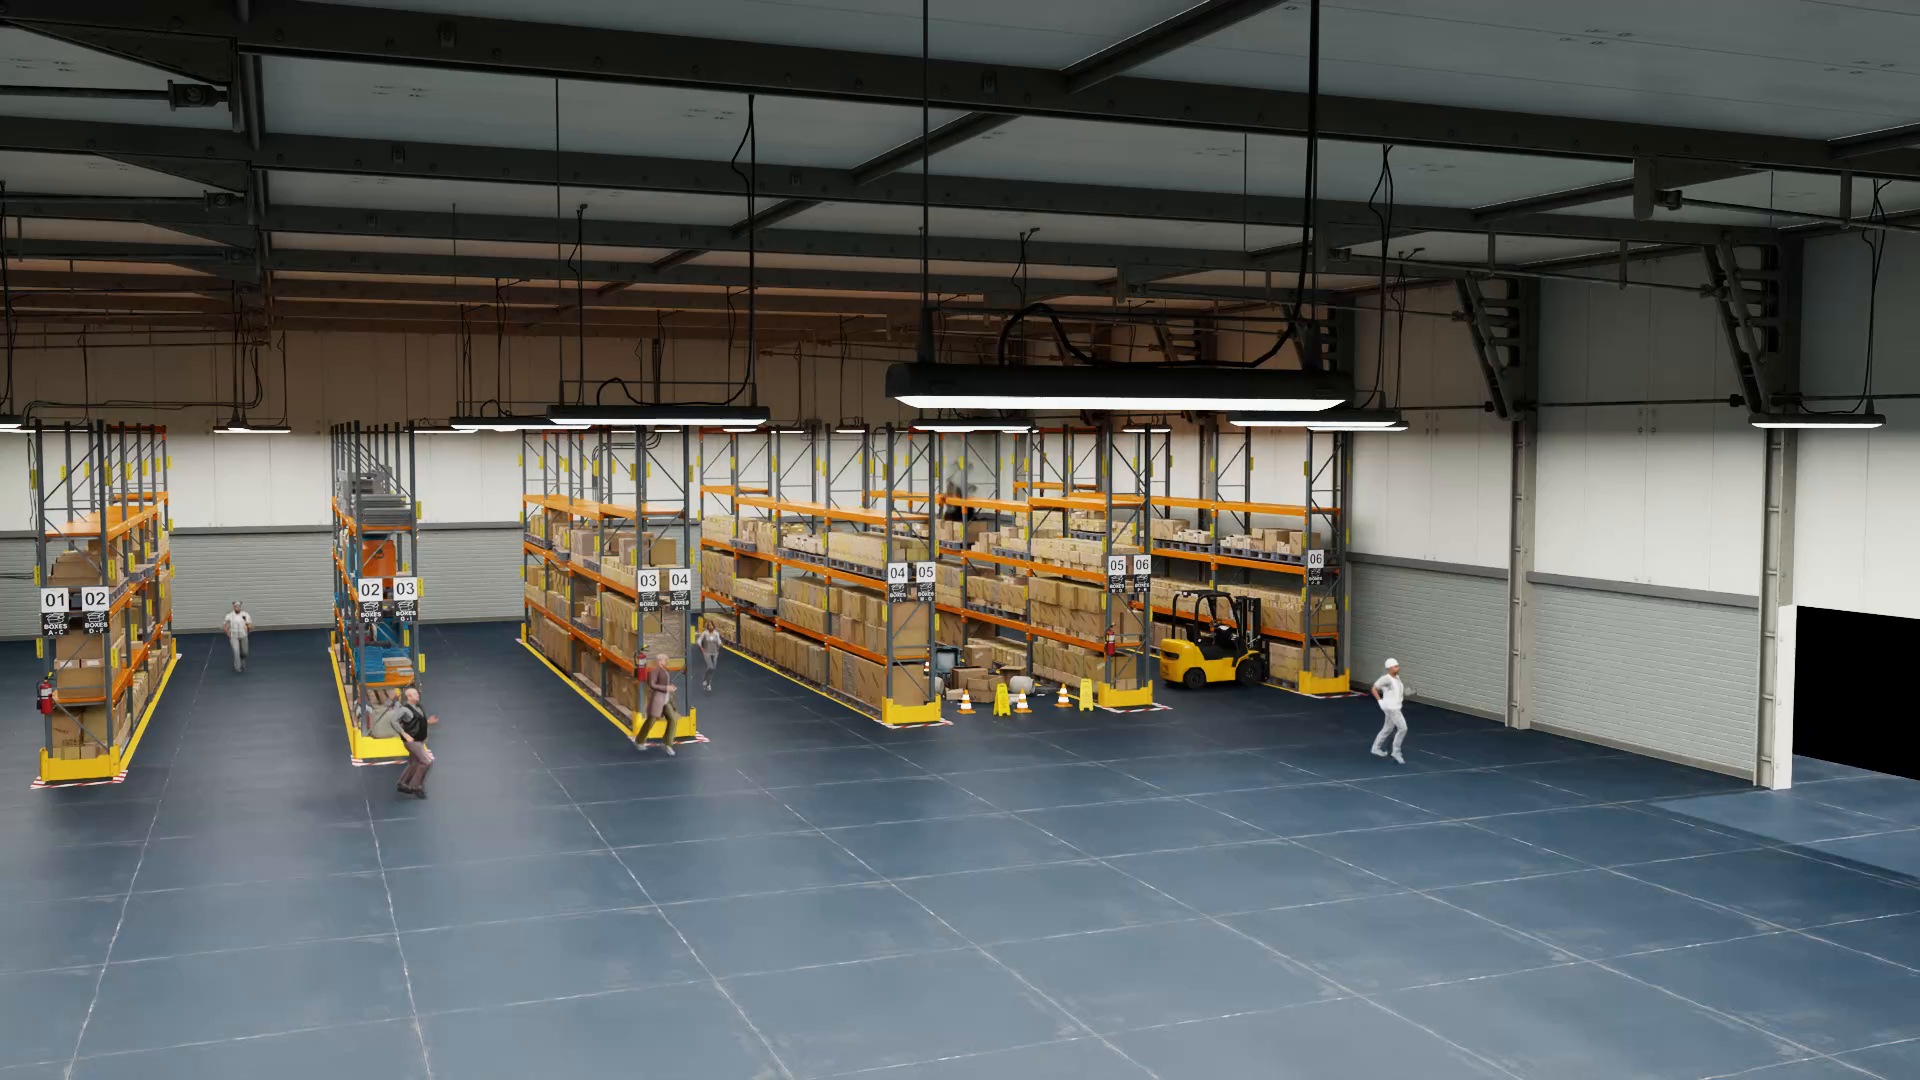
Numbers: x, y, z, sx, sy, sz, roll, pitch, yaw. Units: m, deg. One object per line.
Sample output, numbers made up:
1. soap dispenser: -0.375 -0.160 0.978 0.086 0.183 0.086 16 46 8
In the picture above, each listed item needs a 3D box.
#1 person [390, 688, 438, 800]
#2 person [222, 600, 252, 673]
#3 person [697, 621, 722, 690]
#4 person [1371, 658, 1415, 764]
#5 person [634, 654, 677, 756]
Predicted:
1. person: -8.607 3.228 26.281 0.711 1.767 0.636 0 4 3
2. person: -17.543 2.329 40.377 0.657 1.737 0.731 -2 4 -30
3. person: -5.592 2.599 37.371 0.517 1.567 0.585 -2 4 -26
4. person: 7.604 3.004 29.244 0.768 1.843 0.657 2 4 27
5. person: -5.456 2.969 30.100 0.874 1.821 0.746 2 4 23
